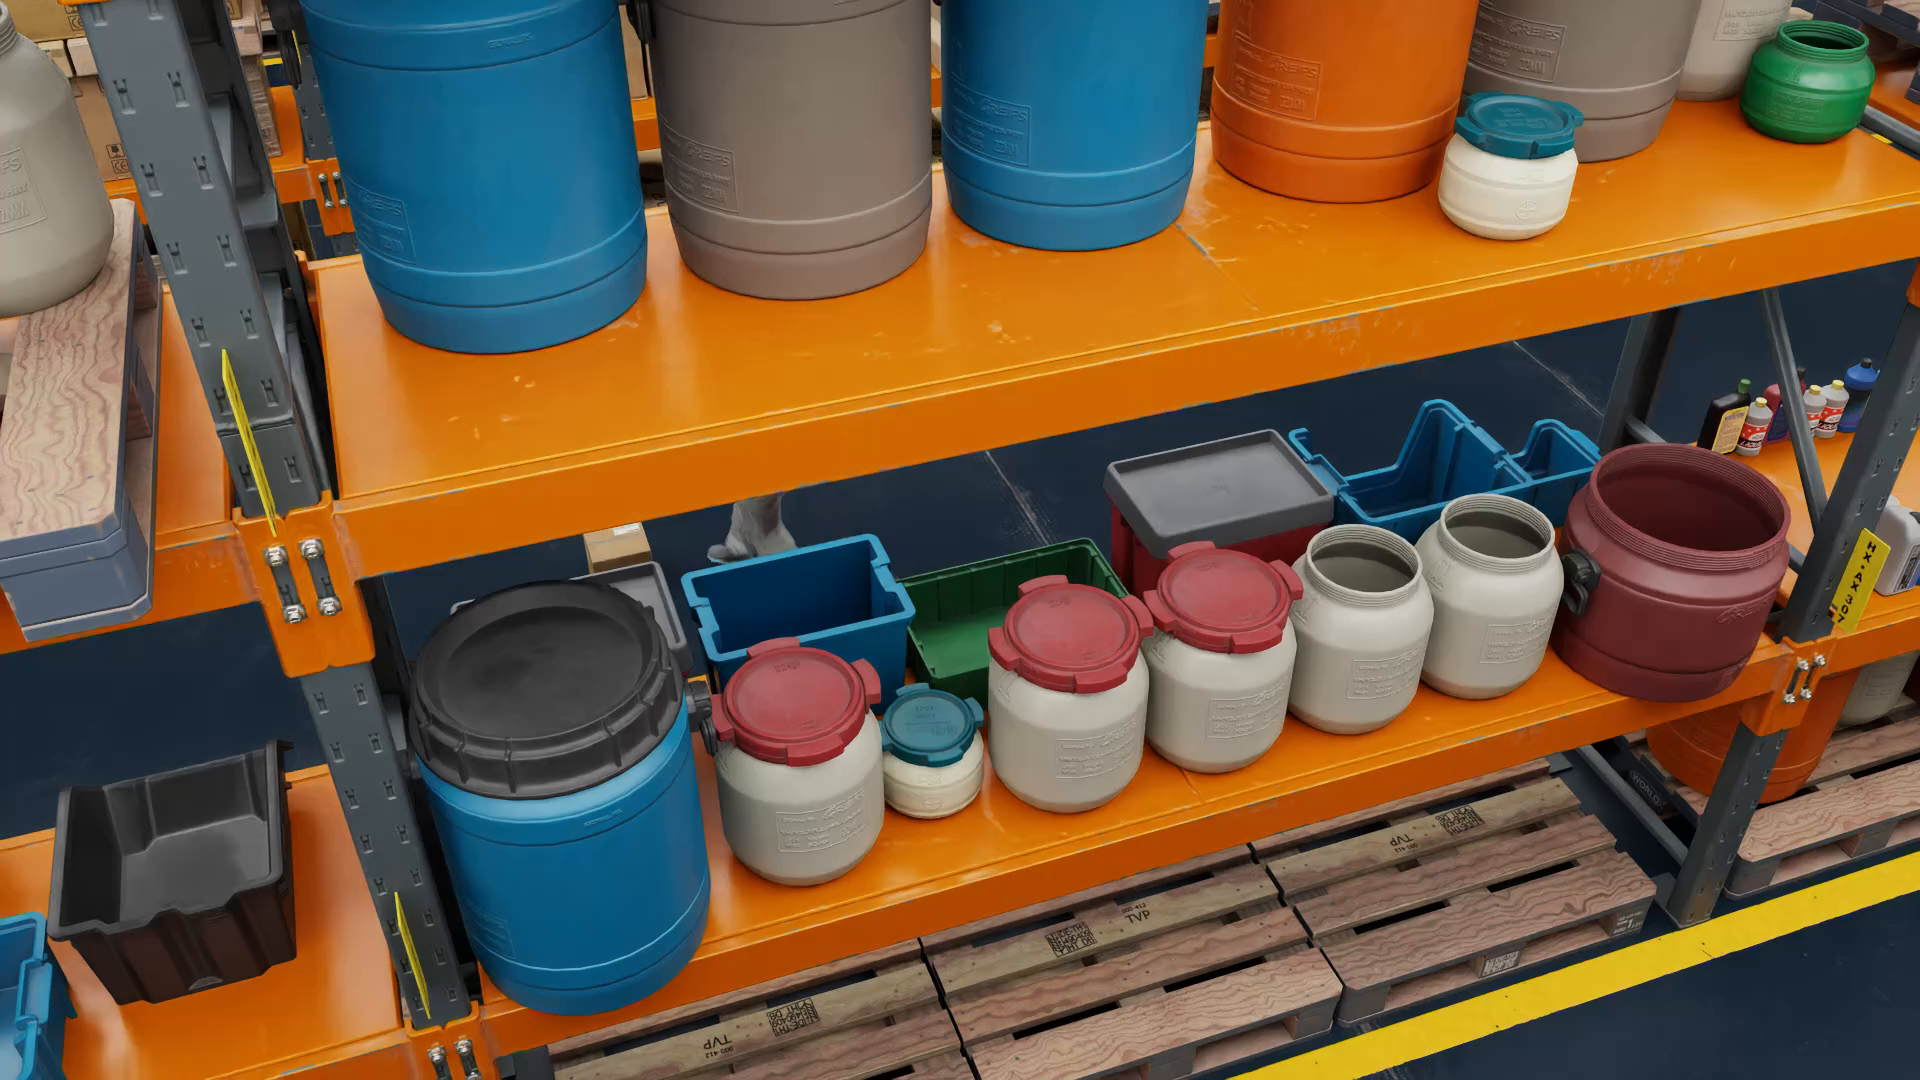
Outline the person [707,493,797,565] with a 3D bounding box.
[{"bbox_3d":[-0.887,-0.420,6.700,0.696,1.678,0.529,19,42,23],"label":"person"}]
